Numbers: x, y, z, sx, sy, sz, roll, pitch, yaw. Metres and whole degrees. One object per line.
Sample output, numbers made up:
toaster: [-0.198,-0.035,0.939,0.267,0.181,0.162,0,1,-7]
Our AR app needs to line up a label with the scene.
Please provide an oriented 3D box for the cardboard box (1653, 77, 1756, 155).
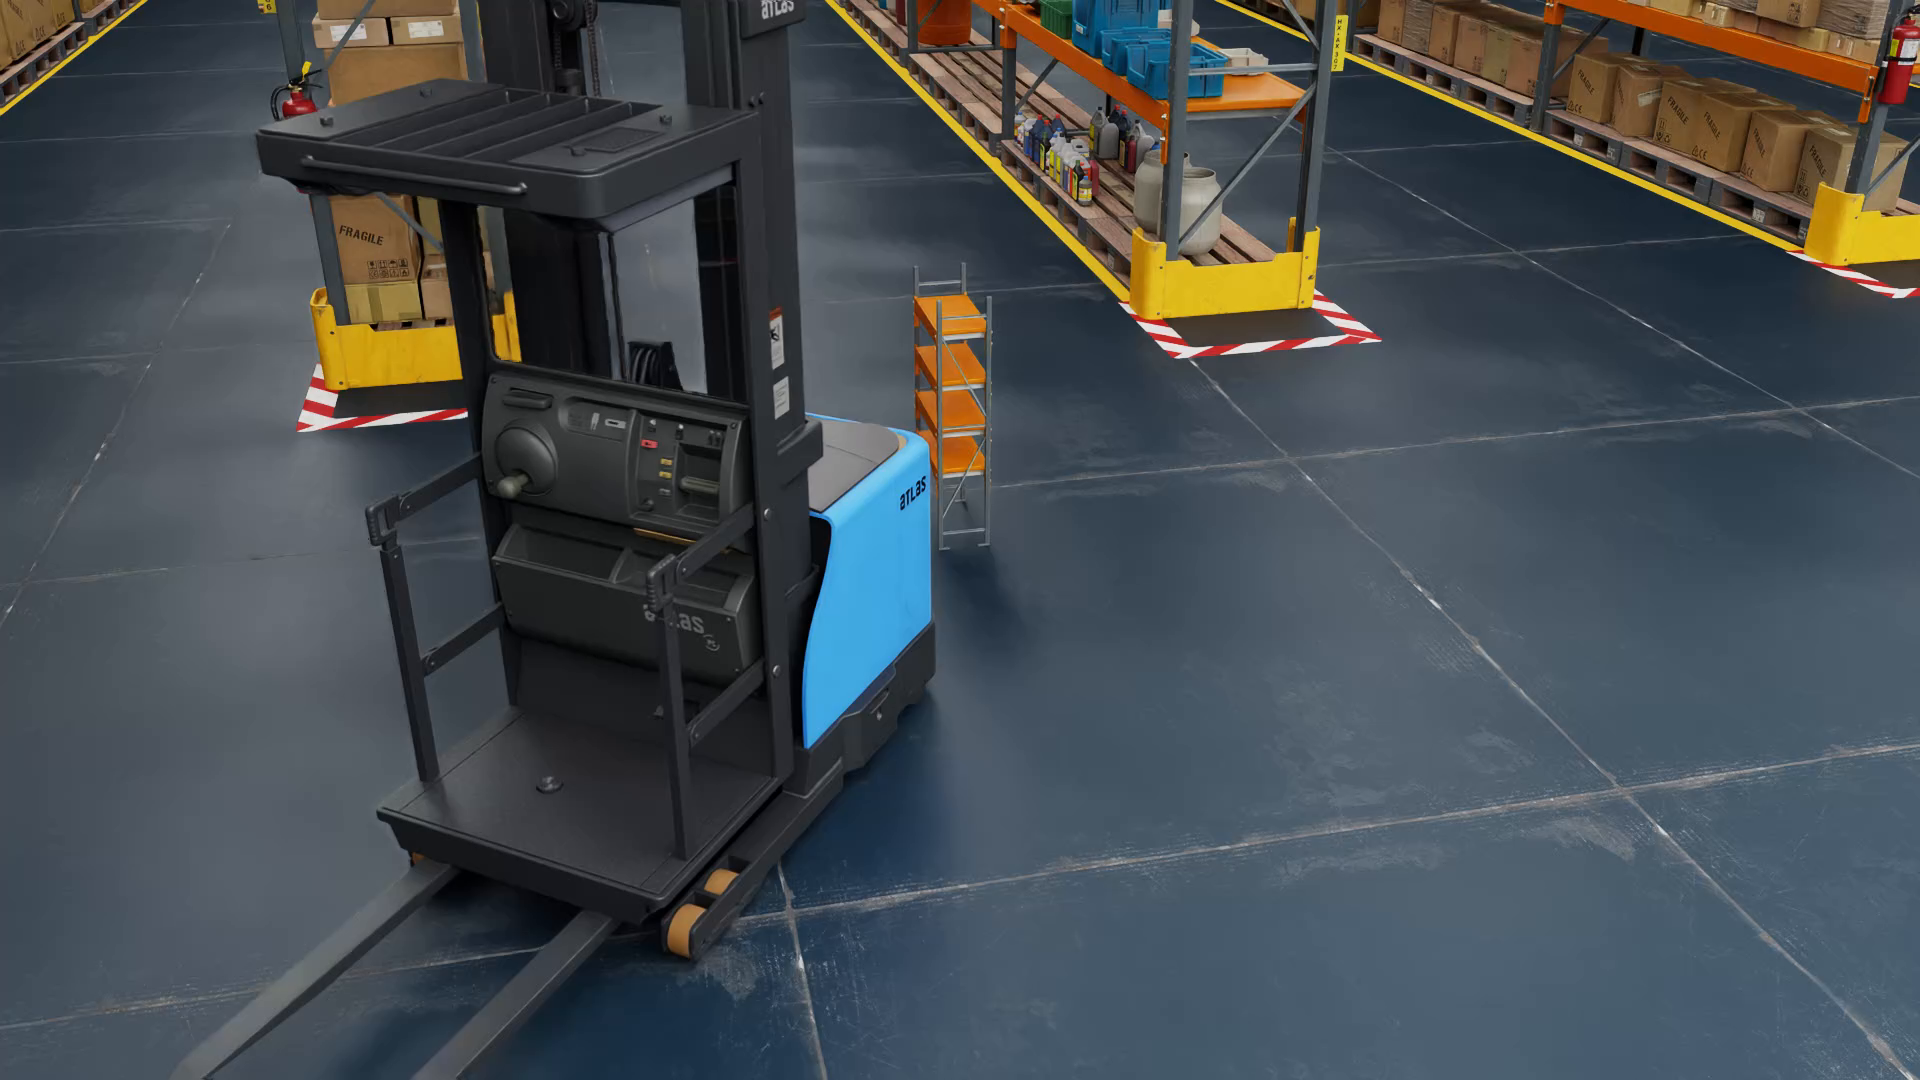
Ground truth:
cardboard box: [6.079,-3.465,13.595,0.500,0.500,0.500,-8,28,-16]

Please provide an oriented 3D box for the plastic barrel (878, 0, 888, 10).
plastic barrel: [-0.688,-6.797,19.750,0.600,0.901,0.708,-6,27,-12]

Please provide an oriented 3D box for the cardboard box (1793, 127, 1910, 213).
cardboard box: [6.452,-2.680,12.039,0.500,0.500,0.500,-1,27,-2]

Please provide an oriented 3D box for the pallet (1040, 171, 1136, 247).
pallet: [1.239,-2.505,12.479,1.003,0.211,1.213,-6,27,-12]

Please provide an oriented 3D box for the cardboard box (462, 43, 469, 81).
cardboard box: [-3.292,-2.809,9.876,0.700,0.500,0.500,-5,27,-10]

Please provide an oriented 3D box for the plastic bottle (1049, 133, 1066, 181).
plastic bottle: [0.766,-2.933,12.684,0.144,0.351,0.185,-6,27,-12]

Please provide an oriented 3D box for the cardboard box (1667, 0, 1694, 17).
cardboard box: [5.782,-4.194,13.010,0.380,0.149,0.250,-6,27,-12]

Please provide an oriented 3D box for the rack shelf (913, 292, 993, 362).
rack shelf: [-0.037,-0.959,7.447,0.258,0.148,0.480,-6,27,-12]

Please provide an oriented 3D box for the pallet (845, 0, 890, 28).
pallet: [-0.820,-6.510,20.413,1.003,0.211,1.213,-6,27,-12]

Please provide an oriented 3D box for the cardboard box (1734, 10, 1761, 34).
cardboard box: [6.014,-3.872,12.370,0.380,0.149,0.250,-6,27,-12]

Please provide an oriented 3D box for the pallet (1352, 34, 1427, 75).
pallet: [4.948,-5.257,17.930,1.003,0.211,1.213,-6,27,-12]

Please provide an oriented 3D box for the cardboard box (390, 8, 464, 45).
cardboard box: [-2.954,-2.857,9.250,0.380,0.149,0.250,-6,27,-12]

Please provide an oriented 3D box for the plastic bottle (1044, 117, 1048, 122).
plastic bottle: [0.697,-3.257,13.400,0.061,0.283,0.133,-6,27,-12]

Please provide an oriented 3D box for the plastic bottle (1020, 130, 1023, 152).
plastic bottle: [0.540,-3.259,13.495,0.097,0.201,0.097,0,27,0]

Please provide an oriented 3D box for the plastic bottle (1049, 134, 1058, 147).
plastic bottle: [0.739,-3.024,12.952,0.097,0.271,0.097,0,27,0]

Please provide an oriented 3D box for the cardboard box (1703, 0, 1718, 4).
cardboard box: [6.078,-4.406,12.710,0.875,0.500,0.500,-6,27,-12]

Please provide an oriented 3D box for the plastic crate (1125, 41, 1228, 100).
plastic crate: [1.347,-2.953,10.436,0.499,0.251,0.616,-6,27,-12]

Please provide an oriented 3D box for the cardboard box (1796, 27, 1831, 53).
cardboard box: [6.149,-3.539,11.711,0.380,0.149,0.250,-6,27,-12]

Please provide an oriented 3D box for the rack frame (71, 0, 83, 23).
rack frame: [-10.605,-7.092,18.471,1.000,3.000,0.127,-6,27,-12]

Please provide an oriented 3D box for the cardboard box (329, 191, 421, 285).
cardboard box: [-3.487,-1.828,9.796,0.500,0.500,0.500,-6,27,-12]

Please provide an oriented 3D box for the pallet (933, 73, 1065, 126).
pallet: [0.356,-4.218,15.873,1.003,0.211,1.213,-6,27,-12]

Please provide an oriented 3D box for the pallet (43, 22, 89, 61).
pallet: [-10.358,-5.516,18.444,1.003,0.211,1.213,-6,27,-12]

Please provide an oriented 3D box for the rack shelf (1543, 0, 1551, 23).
rack shelf: [5.224,-5.645,16.404,1.077,0.370,4.000,-6,27,-12]

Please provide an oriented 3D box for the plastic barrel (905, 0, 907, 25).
plastic barrel: [-0.393,-5.870,18.346,0.421,0.512,0.421,0,27,0]

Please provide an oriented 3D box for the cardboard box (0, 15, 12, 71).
cardboard box: [-9.742,-4.900,16.048,0.750,0.750,0.750,-6,27,-12]

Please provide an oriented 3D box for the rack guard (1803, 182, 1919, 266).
rack guard: [6.559,-2.250,11.653,1.175,0.500,0.348,-6,27,-12]

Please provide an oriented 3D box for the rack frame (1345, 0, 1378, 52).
rack frame: [4.774,-6.845,17.982,1.000,3.000,0.127,-6,27,-12]

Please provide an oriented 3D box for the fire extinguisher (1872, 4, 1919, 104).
fire extinguisher: [6.153,-3.201,10.849,0.296,0.674,0.183,-6,27,-12]

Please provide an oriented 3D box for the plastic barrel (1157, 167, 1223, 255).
plastic barrel: [1.528,-2.188,11.050,0.421,0.512,0.421,0,27,0]

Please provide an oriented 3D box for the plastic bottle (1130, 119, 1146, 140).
plastic bottle: [1.392,-3.120,13.054,0.144,0.351,0.185,-6,27,-12]

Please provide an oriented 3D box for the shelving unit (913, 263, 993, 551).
shelving unit: [-0.037,-0.608,7.624,0.258,1.200,0.503,-6,27,-12]

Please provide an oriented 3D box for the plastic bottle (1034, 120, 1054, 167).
plastic bottle: [0.670,-3.120,13.054,0.144,0.351,0.185,-7,28,-14]

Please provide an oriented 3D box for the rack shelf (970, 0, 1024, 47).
rack shelf: [0.399,-5.142,15.408,1.077,0.370,4.000,-6,27,-12]

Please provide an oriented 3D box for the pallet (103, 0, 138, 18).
pallet: [-10.979,-6.725,20.840,1.003,0.211,1.213,-6,27,-12]

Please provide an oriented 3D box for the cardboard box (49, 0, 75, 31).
cardboard box: [-10.332,-6.047,18.322,0.750,0.750,0.750,-6,27,-11]

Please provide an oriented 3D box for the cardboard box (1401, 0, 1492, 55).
cardboard box: [5.082,-5.391,17.387,0.700,0.500,0.500,-8,28,-16]

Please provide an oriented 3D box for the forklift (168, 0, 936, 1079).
forklift: [-1.169,-0.230,4.953,1.130,2.935,3.031,12,29,22]

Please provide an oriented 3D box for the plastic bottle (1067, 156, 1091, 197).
plastic bottle: [0.880,-2.685,12.276,0.152,0.276,0.135,-6,27,-11]

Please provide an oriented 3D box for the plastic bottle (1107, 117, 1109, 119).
plastic bottle: [1.235,-3.405,13.785,0.097,0.201,0.097,0,27,0]

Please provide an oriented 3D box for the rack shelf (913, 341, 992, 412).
rack shelf: [-0.037,-0.748,7.553,0.258,0.148,0.480,-6,27,-12]

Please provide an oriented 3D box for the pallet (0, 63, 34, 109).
pallet: [-9.808,-4.445,16.321,1.003,0.211,1.213,-6,27,-12]

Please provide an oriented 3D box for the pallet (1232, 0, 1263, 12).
pallet: [4.120,-7.025,21.433,1.003,0.211,1.213,-6,27,-12]

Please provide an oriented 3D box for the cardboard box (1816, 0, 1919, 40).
cardboard box: [6.479,-3.754,11.418,0.875,0.500,0.500,-6,27,-12]

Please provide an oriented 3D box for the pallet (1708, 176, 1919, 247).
pallet: [6.411,-2.481,12.432,1.003,0.211,1.213,-6,27,-12]

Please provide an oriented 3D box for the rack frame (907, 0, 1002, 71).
rack frame: [-0.052,-6.342,16.985,1.000,3.000,0.127,-6,27,-12]

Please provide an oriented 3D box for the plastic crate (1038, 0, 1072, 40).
plastic crate: [0.880,-3.866,12.316,0.450,0.188,0.662,-6,27,-12]

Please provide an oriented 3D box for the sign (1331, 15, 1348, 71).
sign: [2.288,-3.007,10.072,0.100,0.325,0.005,-6,27,-12]

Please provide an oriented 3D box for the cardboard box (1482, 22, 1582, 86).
cardboard box: [5.469,-4.652,15.924,0.700,0.500,0.500,-6,27,-12]

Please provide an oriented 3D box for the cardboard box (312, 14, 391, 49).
cardboard box: [-3.348,-2.811,9.159,0.380,0.149,0.250,-6,27,-12]

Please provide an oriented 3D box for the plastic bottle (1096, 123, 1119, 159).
plastic bottle: [1.180,-3.202,13.300,0.152,0.276,0.135,-6,27,-12]

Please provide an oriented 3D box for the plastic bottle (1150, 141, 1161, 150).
plastic bottle: [1.501,-2.919,12.744,0.097,0.271,0.097,0,27,0]

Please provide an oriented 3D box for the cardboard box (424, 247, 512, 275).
cardboard box: [-3.096,-1.765,10.504,0.500,0.250,0.500,-6,27,-12]

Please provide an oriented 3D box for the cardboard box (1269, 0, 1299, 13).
cardboard box: [4.445,-6.781,19.747,1.225,0.875,0.875,-6,27,-11]
